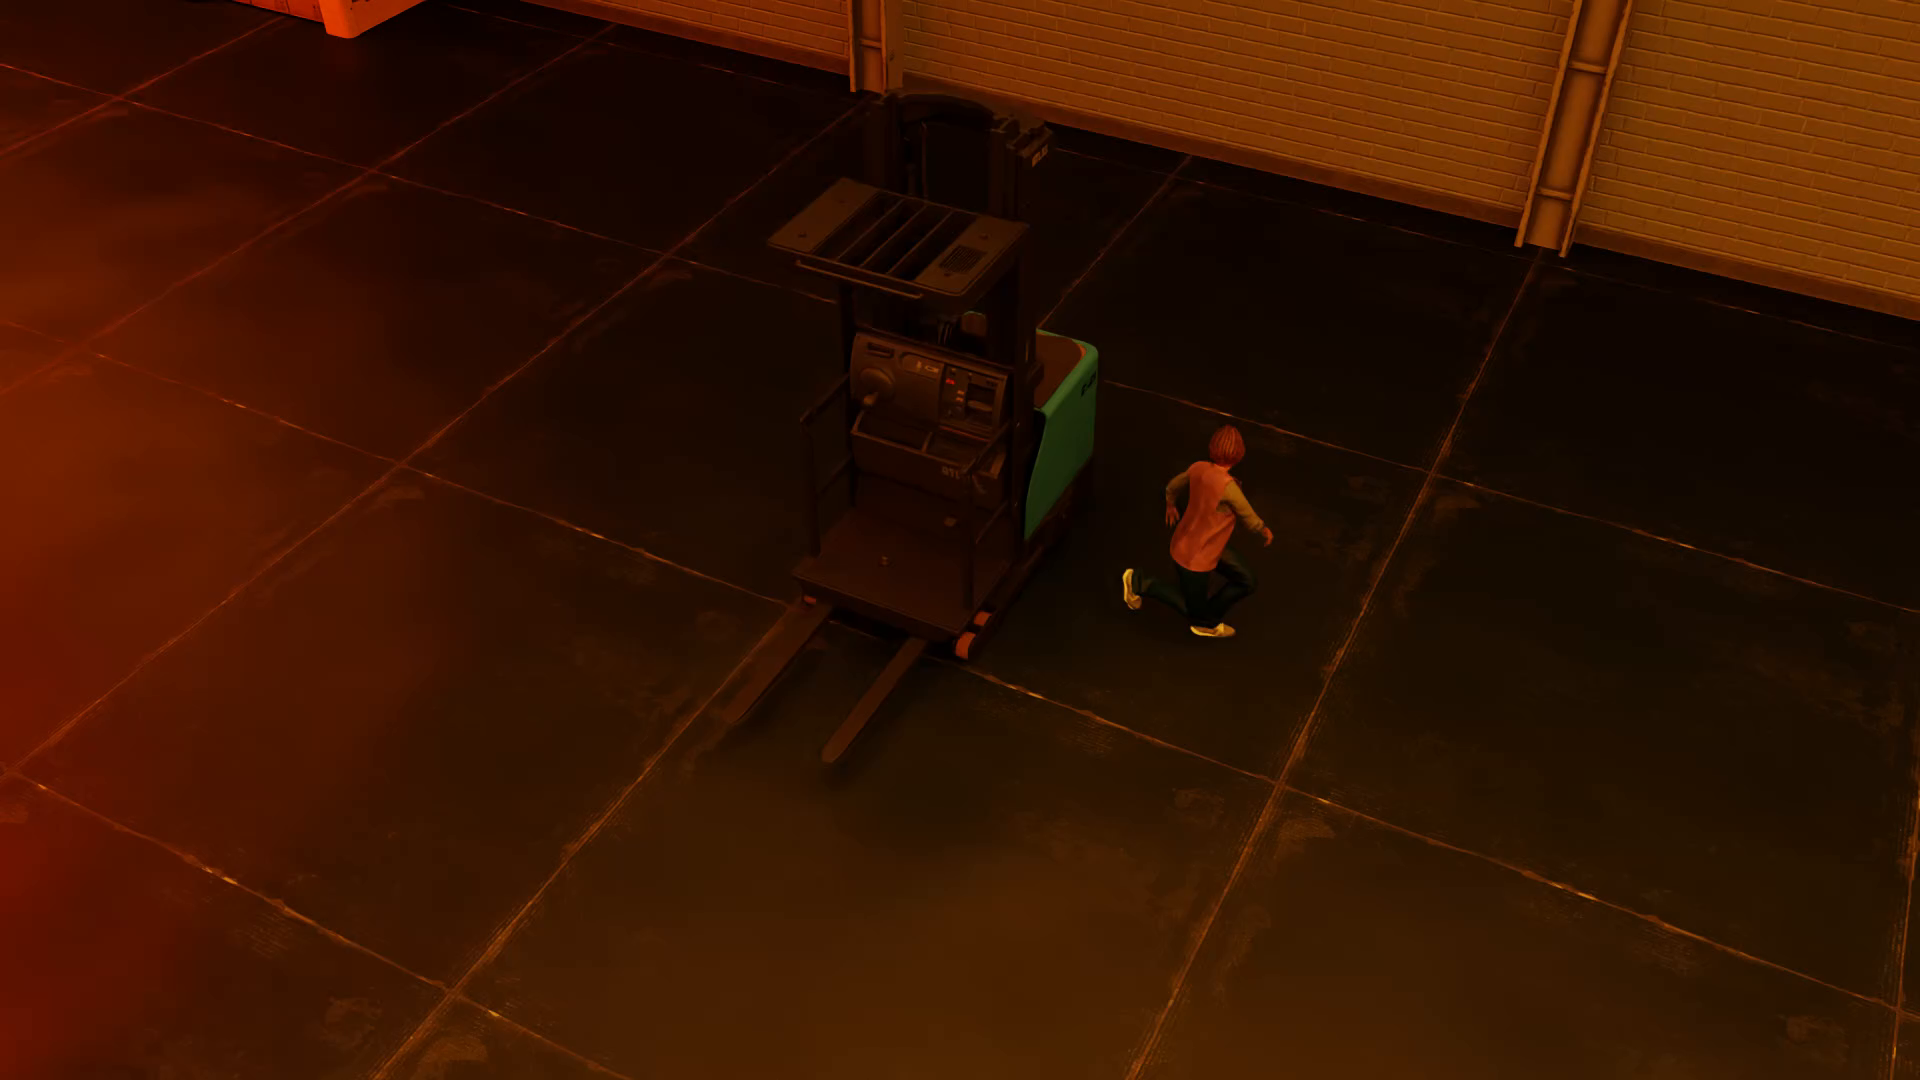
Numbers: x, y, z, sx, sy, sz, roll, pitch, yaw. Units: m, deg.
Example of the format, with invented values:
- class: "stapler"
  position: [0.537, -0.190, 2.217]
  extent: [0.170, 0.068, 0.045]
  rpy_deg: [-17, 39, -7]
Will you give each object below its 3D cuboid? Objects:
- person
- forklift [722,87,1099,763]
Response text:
- class: "person"
  position: [1.334, -0.029, 9.271]
  extent: [0.811, 1.371, 0.539]
  rpy_deg: [7, 41, 8]
- class: "forklift"
  position: [-0.272, -0.768, 8.899]
  extent: [1.130, 2.935, 3.031]
  rpy_deg: [18, 43, 20]
